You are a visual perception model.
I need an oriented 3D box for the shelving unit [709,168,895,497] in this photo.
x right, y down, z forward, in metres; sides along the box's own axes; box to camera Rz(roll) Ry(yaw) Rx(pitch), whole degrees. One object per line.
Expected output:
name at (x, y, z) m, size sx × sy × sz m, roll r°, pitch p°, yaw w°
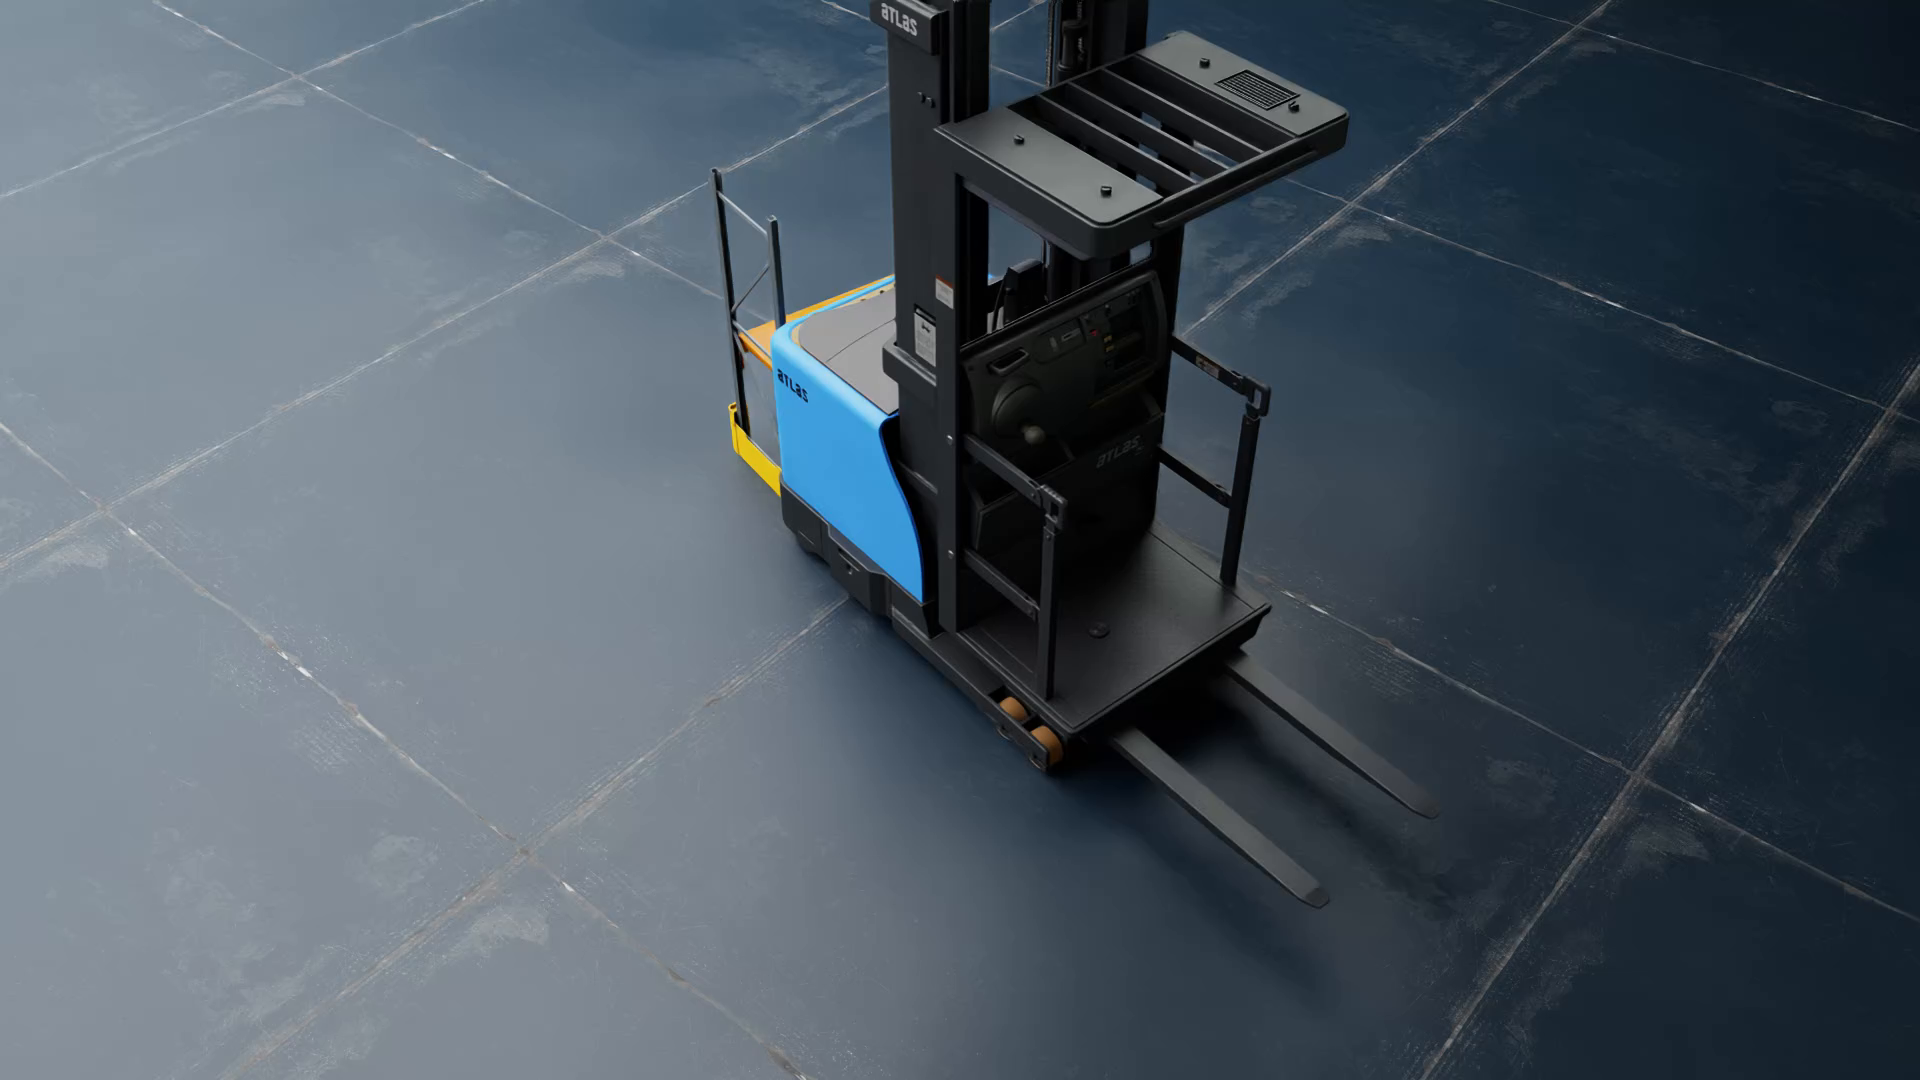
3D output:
shelving unit at (-0.476, -1.044, 7.465) m, size 1.083 × 1.500 × 0.587 m, roll -26°, pitch 48°, yaw -25°

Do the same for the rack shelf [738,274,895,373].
rack shelf at (-0.468, -0.914, 7.590) m, size 1.000 × 0.185 × 0.538 m, roll -26°, pitch 48°, yaw -25°

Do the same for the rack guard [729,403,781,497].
rack guard at (-0.881, -0.387, 7.672) m, size 0.087 × 0.250 × 0.587 m, roll -26°, pitch 48°, yaw -25°

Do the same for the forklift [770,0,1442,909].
forklift at (0.530, -0.582, 5.894) m, size 1.130 × 2.935 × 3.031 m, roll -29°, pitch 50°, yaw -28°

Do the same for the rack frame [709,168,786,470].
rack frame at (-0.882, -0.849, 7.251) m, size 0.032 × 1.500 × 0.500 m, roll -26°, pitch 48°, yaw -25°
